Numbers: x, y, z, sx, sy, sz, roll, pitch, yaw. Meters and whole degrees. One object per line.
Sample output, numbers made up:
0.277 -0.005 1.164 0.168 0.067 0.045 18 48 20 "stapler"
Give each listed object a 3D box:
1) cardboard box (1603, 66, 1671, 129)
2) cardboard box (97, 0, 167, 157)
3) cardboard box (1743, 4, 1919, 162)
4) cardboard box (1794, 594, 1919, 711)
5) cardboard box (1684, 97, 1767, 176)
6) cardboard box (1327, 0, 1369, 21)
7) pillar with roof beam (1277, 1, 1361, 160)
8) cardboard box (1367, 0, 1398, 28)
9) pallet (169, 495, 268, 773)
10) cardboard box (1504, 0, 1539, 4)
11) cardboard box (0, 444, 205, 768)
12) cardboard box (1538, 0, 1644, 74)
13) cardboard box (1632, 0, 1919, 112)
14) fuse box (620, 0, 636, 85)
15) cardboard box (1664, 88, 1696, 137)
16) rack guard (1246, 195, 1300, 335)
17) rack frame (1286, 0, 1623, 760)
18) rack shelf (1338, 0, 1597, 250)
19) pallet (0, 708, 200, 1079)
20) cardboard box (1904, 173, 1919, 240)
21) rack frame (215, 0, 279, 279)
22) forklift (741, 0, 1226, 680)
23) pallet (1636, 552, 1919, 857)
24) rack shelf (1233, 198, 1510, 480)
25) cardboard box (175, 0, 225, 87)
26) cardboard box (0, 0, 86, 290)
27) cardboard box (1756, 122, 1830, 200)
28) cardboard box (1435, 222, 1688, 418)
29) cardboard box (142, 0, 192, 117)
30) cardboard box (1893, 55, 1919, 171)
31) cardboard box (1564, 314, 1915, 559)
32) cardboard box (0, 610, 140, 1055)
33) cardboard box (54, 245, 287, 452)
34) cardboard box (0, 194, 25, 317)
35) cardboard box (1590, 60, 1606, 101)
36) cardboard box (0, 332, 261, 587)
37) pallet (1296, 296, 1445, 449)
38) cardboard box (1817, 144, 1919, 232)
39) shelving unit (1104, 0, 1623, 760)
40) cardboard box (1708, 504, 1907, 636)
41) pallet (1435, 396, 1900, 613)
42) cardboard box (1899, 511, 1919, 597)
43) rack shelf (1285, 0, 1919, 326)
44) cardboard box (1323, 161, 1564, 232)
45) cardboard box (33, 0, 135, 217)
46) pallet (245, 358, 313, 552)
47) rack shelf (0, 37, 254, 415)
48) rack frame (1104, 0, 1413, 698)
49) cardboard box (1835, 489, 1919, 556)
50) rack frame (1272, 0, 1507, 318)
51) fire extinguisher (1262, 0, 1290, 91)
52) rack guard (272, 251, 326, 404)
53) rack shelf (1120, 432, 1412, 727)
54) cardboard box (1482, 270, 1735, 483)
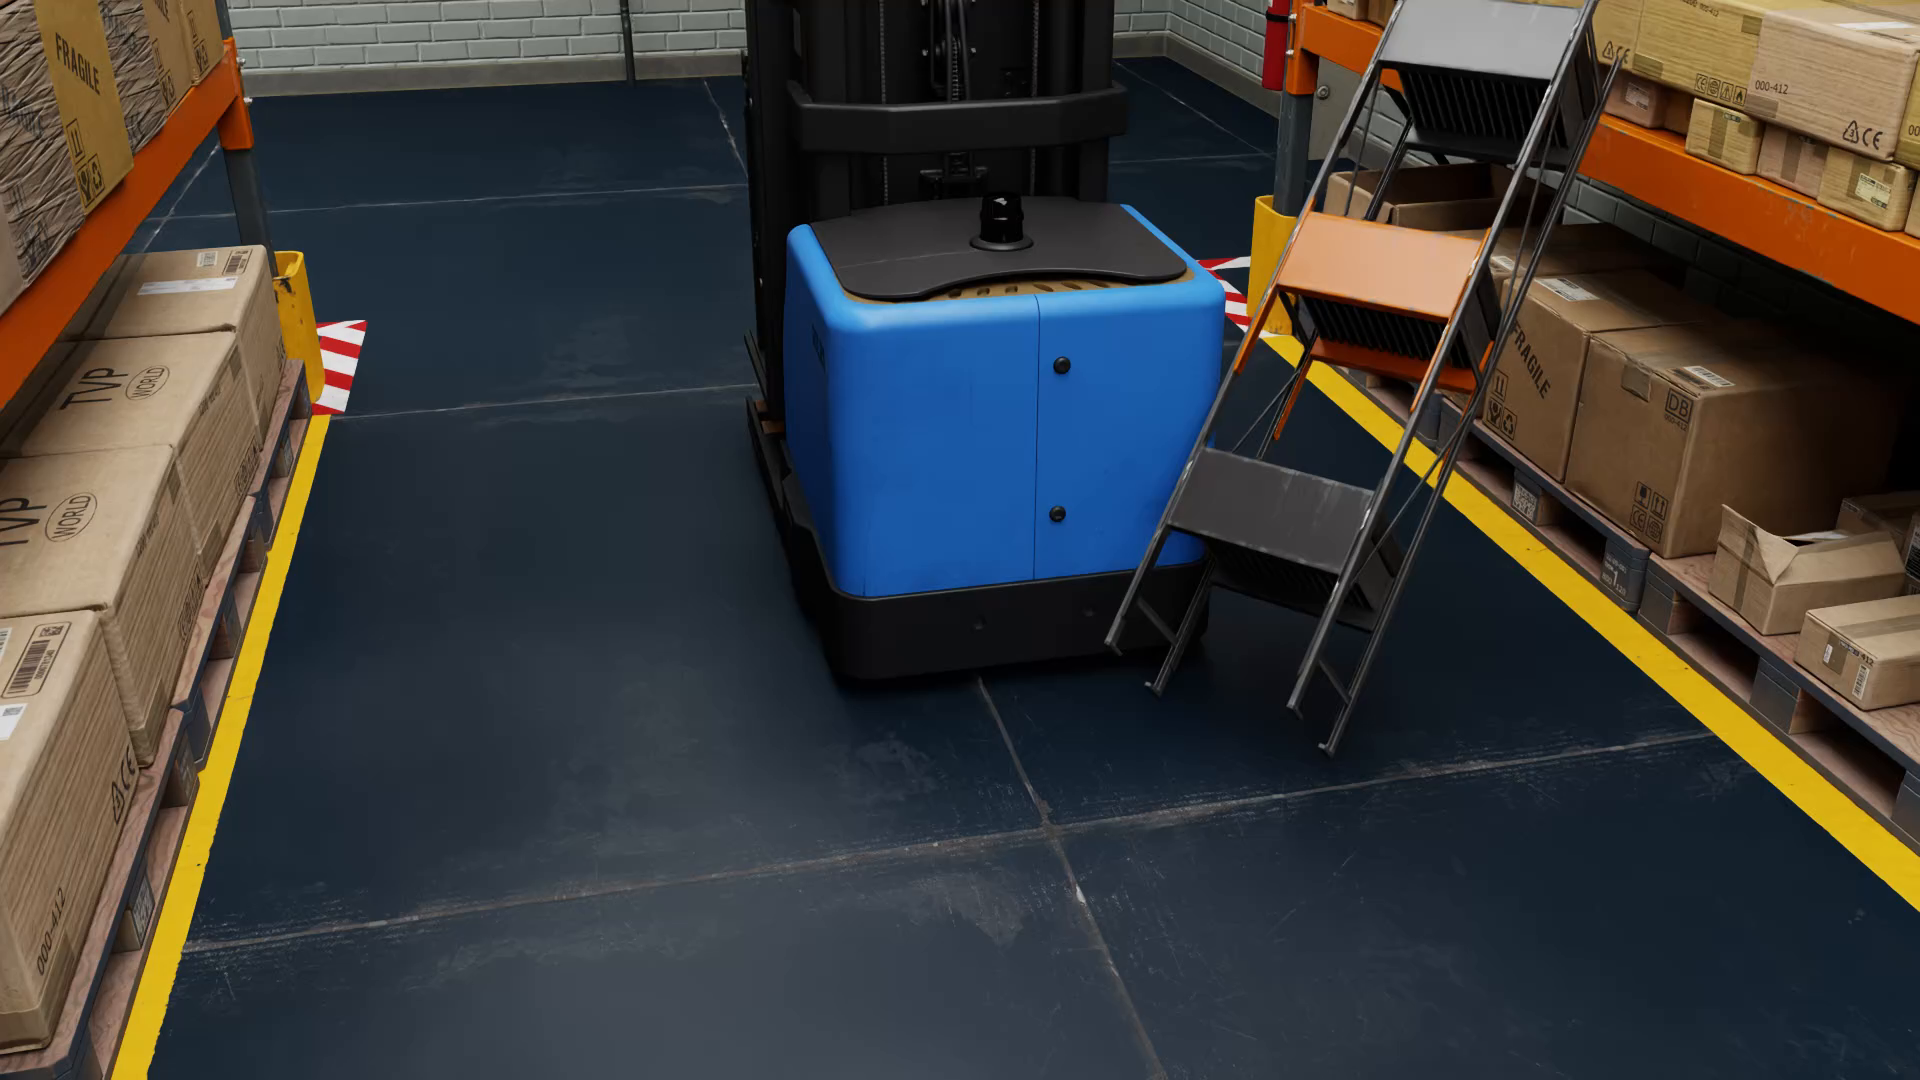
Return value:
2.070 -1.282 4.740 0.380 0.149 0.250 -6 27 -12 "cardboard box"
-2.428 -1.264 4.315 0.500 0.500 0.500 -5 27 -10 "cardboard box"
2.238 -1.084 3.905 0.500 0.250 0.500 -6 27 -11 "cardboard box"
2.306 0.270 4.085 0.380 0.149 0.250 -7 28 -13 "cardboard box"
2.120 -1.054 4.288 0.380 0.149 0.250 -6 27 -12 "cardboard box"
1.623 -2.072 6.306 0.380 0.149 0.250 -6 27 -12 "cardboard box"
-2.107 -5.873 6.899 9.100 9.000 0.400 -6 27 -12 "pillar with roof beam"
1.726 -1.965 6.094 0.380 0.149 0.250 -5 27 -10 "cardboard box"
-2.491 0.271 4.478 1.003 0.211 1.213 -6 27 -12 "pallet"
1.887 -1.753 5.230 0.500 0.250 0.500 -6 27 -13 "cardboard box"
-2.357 0.182 3.938 0.875 0.438 0.875 -7 28 -13 "cardboard box"
2.023 -1.530 4.789 0.500 0.250 0.500 -7 28 -13 "cardboard box"
2.139 -1.304 4.341 0.500 0.250 0.500 -6 27 -12 "cardboard box"
-2.233 -3.898 11.074 0.539 1.711 0.414 -6 27 -12 "fuse box"
2.171 -1.179 4.535 0.380 0.149 0.250 -6 27 -11 "cardboard box"
1.833 -1.207 7.087 1.175 0.500 0.348 -6 27 -12 "rack guard"
1.278 -0.462 4.166 0.015 0.400 2.100 18 75 32 "rack frame"
1.374 -1.130 4.442 0.480 0.431 0.518 18 75 32 "rack shelf"
-2.212 0.808 3.415 1.003 0.211 1.213 -6 27 -12 "pallet"
2.320 -0.715 3.617 0.380 0.149 0.250 -5 27 -10 "cardboard box"
-3.019 -1.851 5.588 1.000 3.000 0.127 -6 27 -12 "rack frame"
-0.139 -1.585 5.138 1.130 2.935 3.031 -6 27 -11 "forklift"
2.564 0.343 4.337 1.003 0.211 1.213 -6 27 -12 "pallet"
1.076 -0.514 4.293 0.480 0.431 0.518 18 75 32 "rack shelf"
-2.652 -1.711 5.200 0.500 0.500 0.500 -6 27 -11 "cardboard box"
-2.183 -0.813 3.420 0.500 0.500 0.500 -6 27 -11 "cardboard box"
2.205 -0.945 4.071 0.380 0.149 0.250 -5 27 -10 "cardboard box"
2.017 -0.771 5.757 0.700 0.500 0.500 -5 27 -9 "cardboard box"
-2.554 -1.489 4.760 0.500 0.500 0.500 -7 28 -13 "cardboard box"
2.365 -0.865 3.472 0.500 0.250 0.500 -5 27 -10 "cardboard box"
2.251 -0.315 4.854 0.700 0.500 0.500 -7 28 -14 "cardboard box"
-2.154 0.575 3.160 0.875 0.438 0.875 -6 27 -12 "cardboard box"
-2.773 -0.615 5.517 0.875 0.438 0.875 -7 28 -13 "cardboard box"
-2.077 -0.594 2.986 0.500 0.500 0.500 -6 27 -11 "cardboard box"
1.944 -1.388 4.950 0.380 0.149 0.250 -5 27 -10 "cardboard box"
-2.558 -0.214 4.723 0.875 0.438 0.875 -5 27 -10 "cardboard box"
2.014 -0.729 6.459 1.003 0.211 1.213 -6 27 -12 "pallet"
2.238 -0.827 3.838 0.380 0.149 0.250 -5 27 -10 "cardboard box"
1.081 -0.526 4.296 0.503 0.431 2.100 18 75 32 "shelving unit"
2.226 0.061 4.369 0.396 0.266 0.258 -5 27 -10 "cardboard box"
2.286 -0.194 5.400 1.003 0.211 1.213 -6 27 -12 "pallet"
2.799 0.098 4.245 0.500 0.311 0.500 -5 27 -10 "cardboard box"
2.267 -1.158 5.013 1.077 0.370 4.000 -6 27 -12 "rack shelf"
1.862 -1.152 6.507 0.797 0.503 0.637 -7 28 -14 "cardboard box"
-2.299 -1.039 3.868 0.500 0.500 0.500 -5 27 -10 "cardboard box"
-2.762 -0.263 5.537 1.003 0.211 1.213 -6 27 -12 "pallet"
-2.568 -0.652 4.011 1.077 0.370 4.000 -6 27 -12 "rack shelf"
0.885 -0.590 4.425 0.015 0.400 2.100 18 75 32 "rack frame"
2.701 -0.020 4.658 0.380 0.149 0.250 -6 27 -12 "cardboard box"
1.816 -2.357 6.590 1.000 3.000 0.127 -6 27 -12 "rack frame"
1.333 -2.173 6.727 0.296 0.674 0.183 -6 27 -12 "fire extinguisher"
-3.024 -0.746 6.173 1.175 0.500 0.348 -6 27 -12 "rack guard"
0.777 0.101 4.144 0.480 0.431 0.518 18 75 32 "rack shelf"
2.038 -0.529 5.277 0.500 0.500 0.500 -5 27 -11 "cardboard box"
